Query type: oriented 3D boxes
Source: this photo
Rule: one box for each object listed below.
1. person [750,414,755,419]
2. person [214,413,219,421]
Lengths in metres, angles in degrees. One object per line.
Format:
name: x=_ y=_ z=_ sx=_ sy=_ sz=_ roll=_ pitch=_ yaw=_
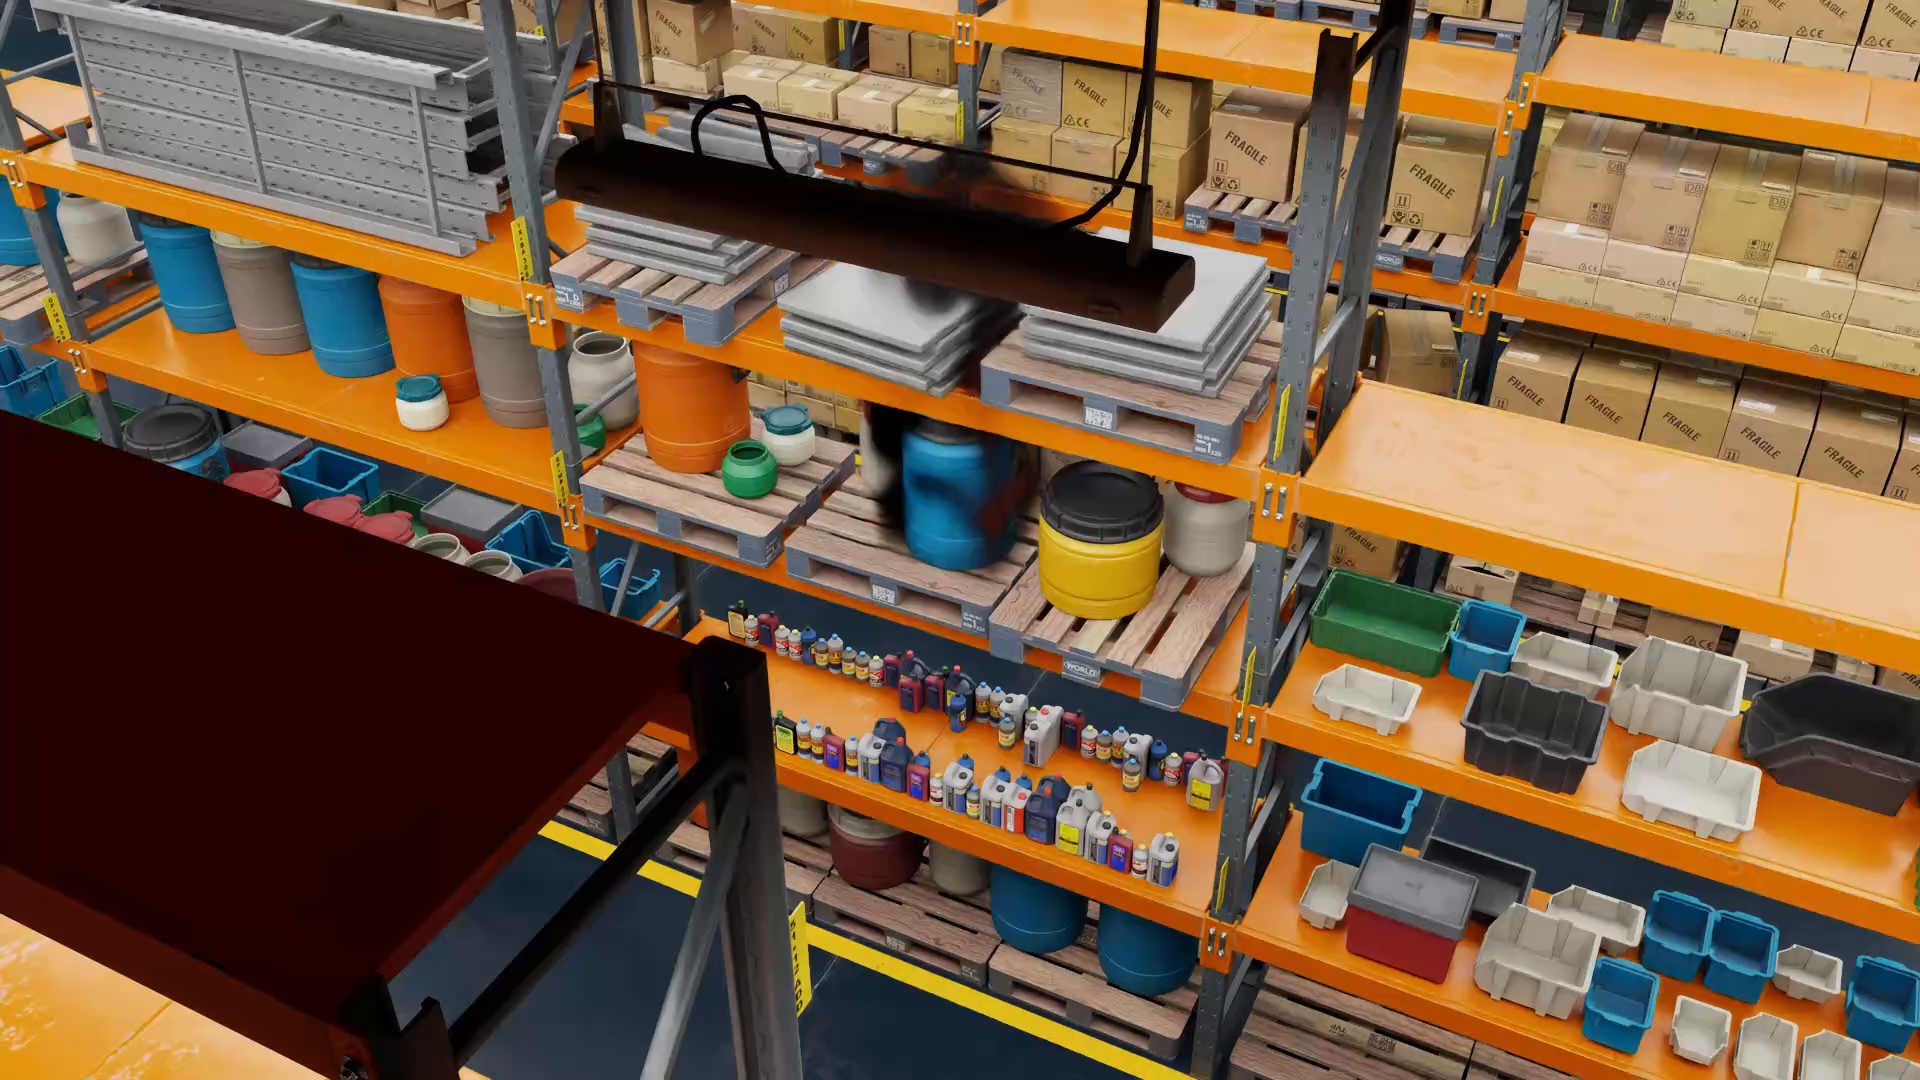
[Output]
person: x=-1.732 y=-0.522 z=13.258 sx=0.778 sy=1.539 sz=0.560 roll=14 pitch=37 yaw=19
person: x=-6.729 y=-1.842 z=15.065 sx=0.572 sy=1.670 sz=0.660 roll=-5 pitch=35 yaw=-7
